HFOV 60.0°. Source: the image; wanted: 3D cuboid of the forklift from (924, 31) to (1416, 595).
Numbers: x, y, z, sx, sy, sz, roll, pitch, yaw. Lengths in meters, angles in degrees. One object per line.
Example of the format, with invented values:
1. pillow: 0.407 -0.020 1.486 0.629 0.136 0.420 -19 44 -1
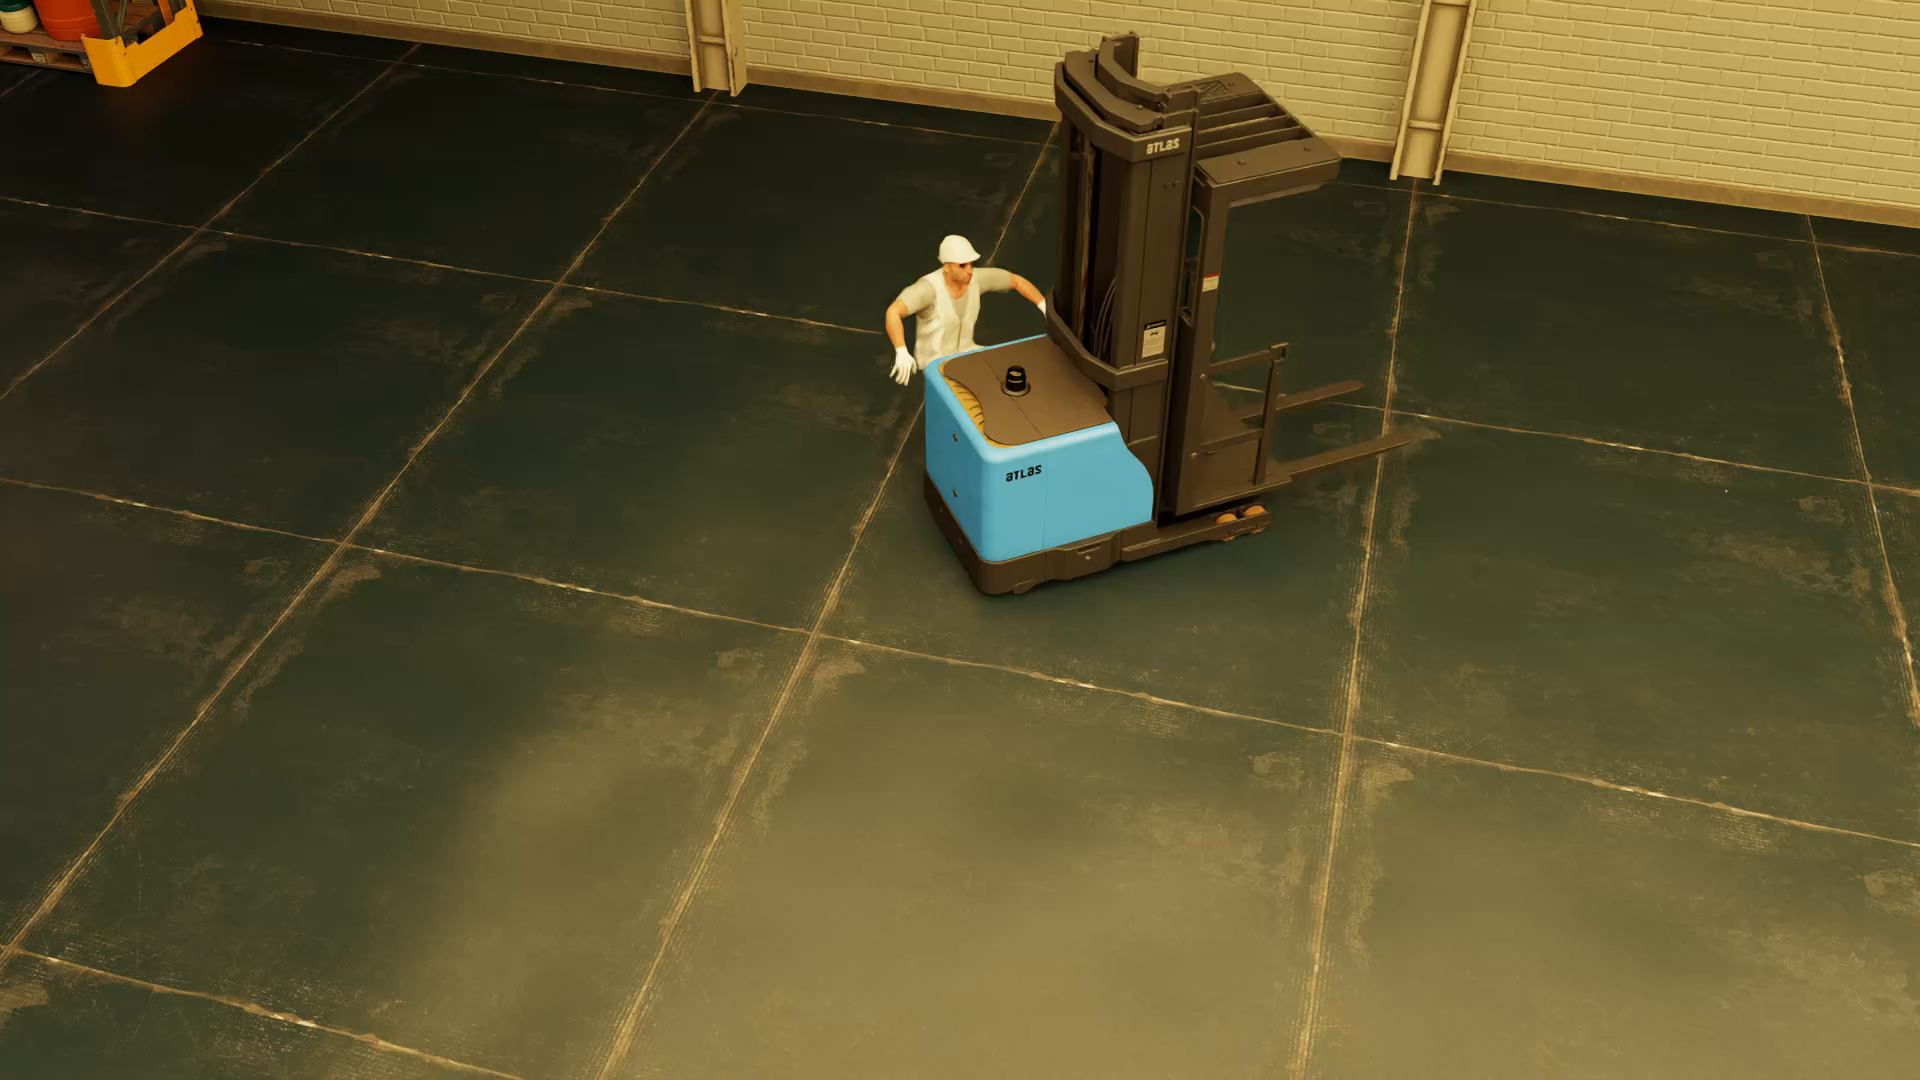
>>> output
1. forklift: 1.349 -1.406 9.465 3.031 2.935 1.130 -15 43 -16

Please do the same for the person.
1. person: 0.080 -1.063 10.045 1.136 1.499 0.859 -31 50 -30
